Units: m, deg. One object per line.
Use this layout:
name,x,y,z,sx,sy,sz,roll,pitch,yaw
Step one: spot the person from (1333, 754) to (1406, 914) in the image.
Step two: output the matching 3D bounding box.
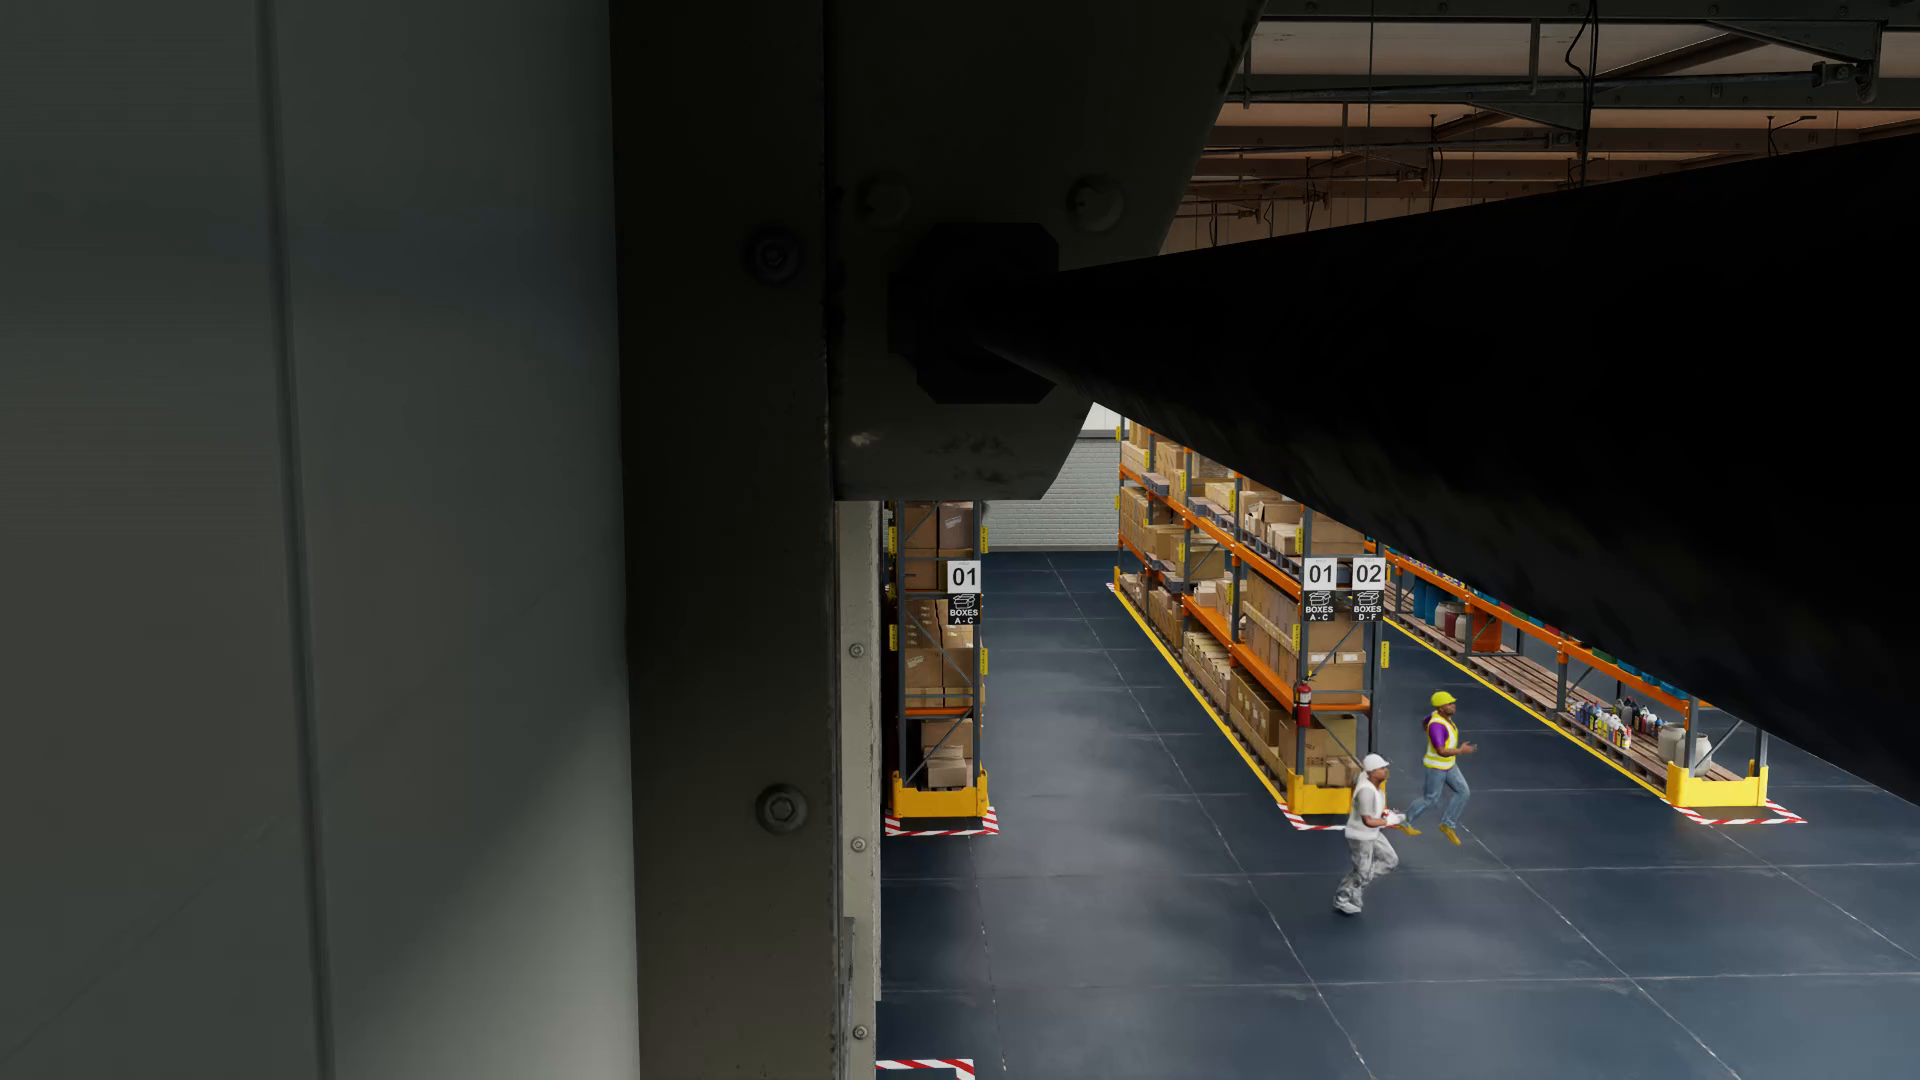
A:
person,4.213,3.019,17.054,0.720,1.721,0.726,4,9,24

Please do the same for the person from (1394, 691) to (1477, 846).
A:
person,5.459,2.592,18.952,0.871,1.794,0.714,5,9,29
